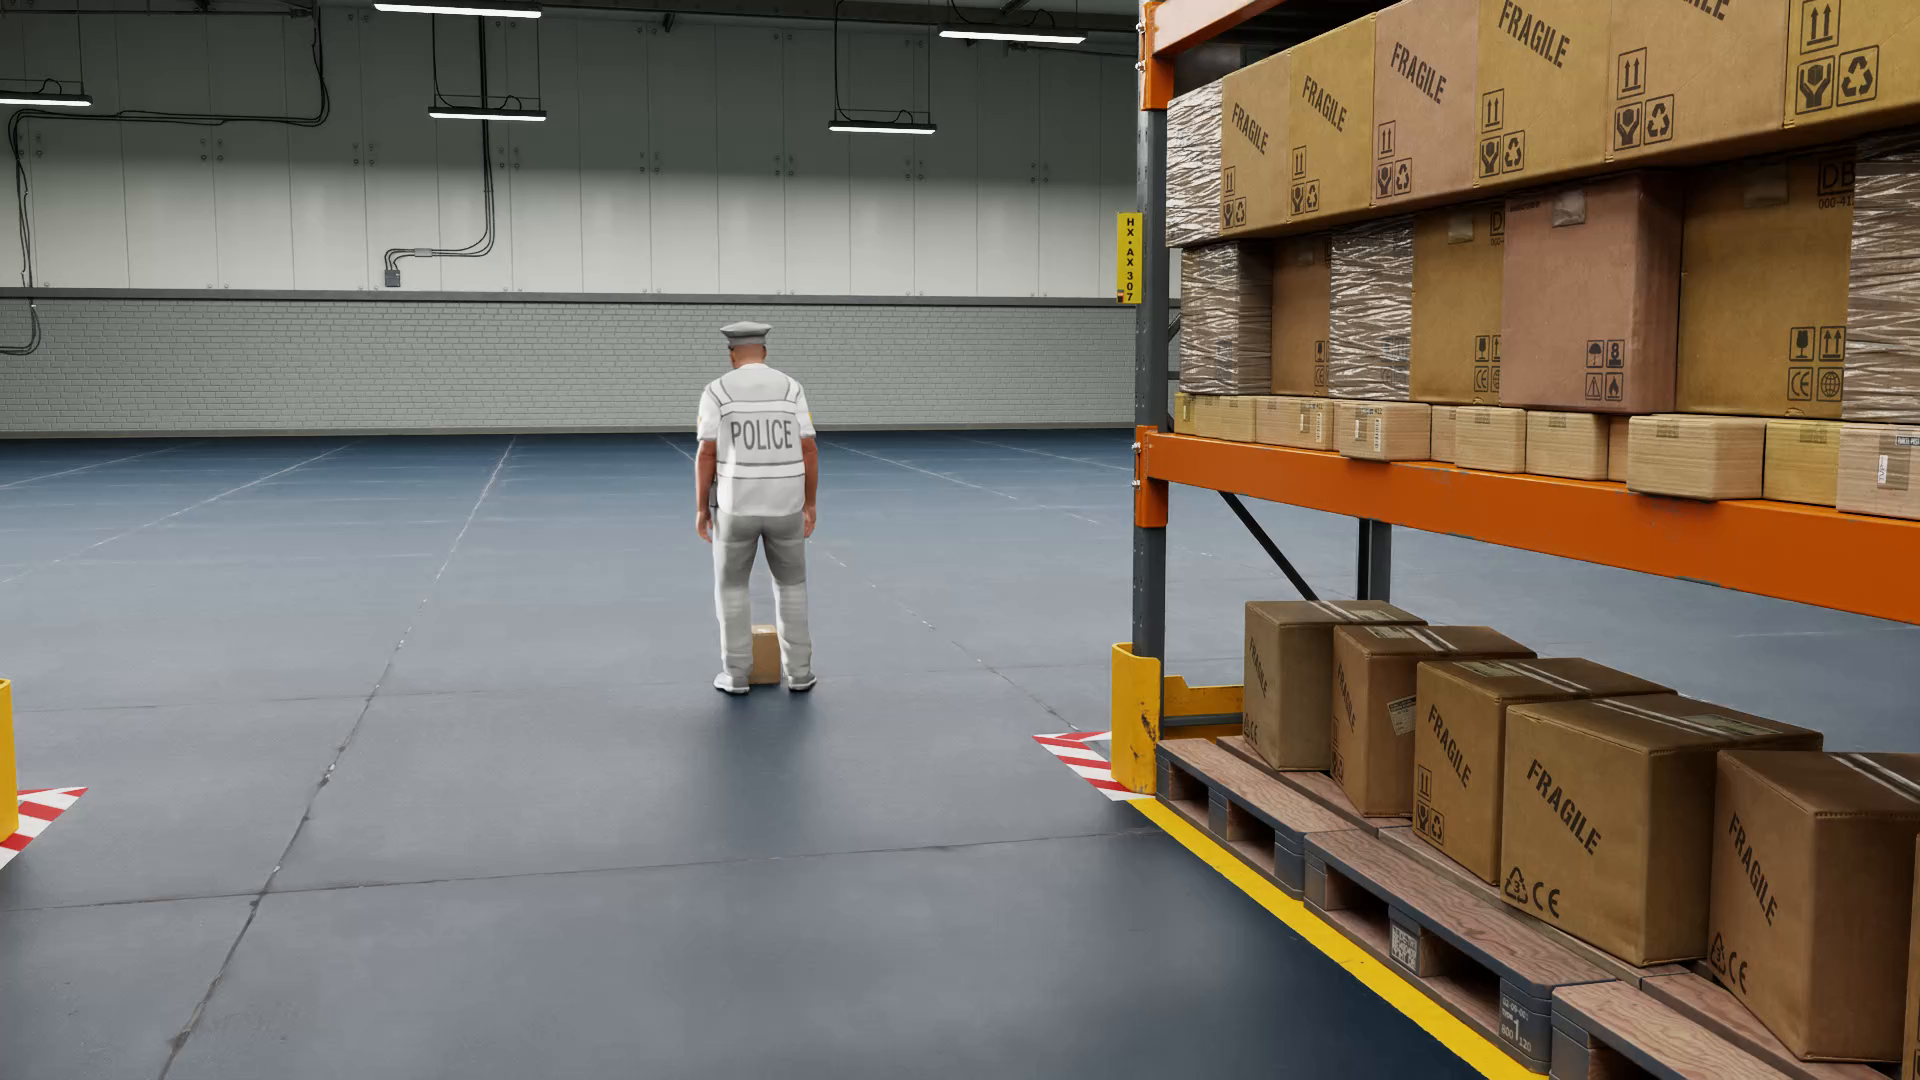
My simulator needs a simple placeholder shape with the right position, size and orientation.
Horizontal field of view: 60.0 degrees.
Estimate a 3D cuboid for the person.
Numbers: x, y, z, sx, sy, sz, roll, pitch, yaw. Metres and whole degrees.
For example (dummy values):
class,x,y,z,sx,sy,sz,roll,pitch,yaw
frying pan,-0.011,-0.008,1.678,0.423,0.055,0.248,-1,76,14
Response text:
class,x,y,z,sx,sy,sz,roll,pitch,yaw
person,-0.953,-0.151,7.846,0.594,1.744,0.437,-2,6,-17
